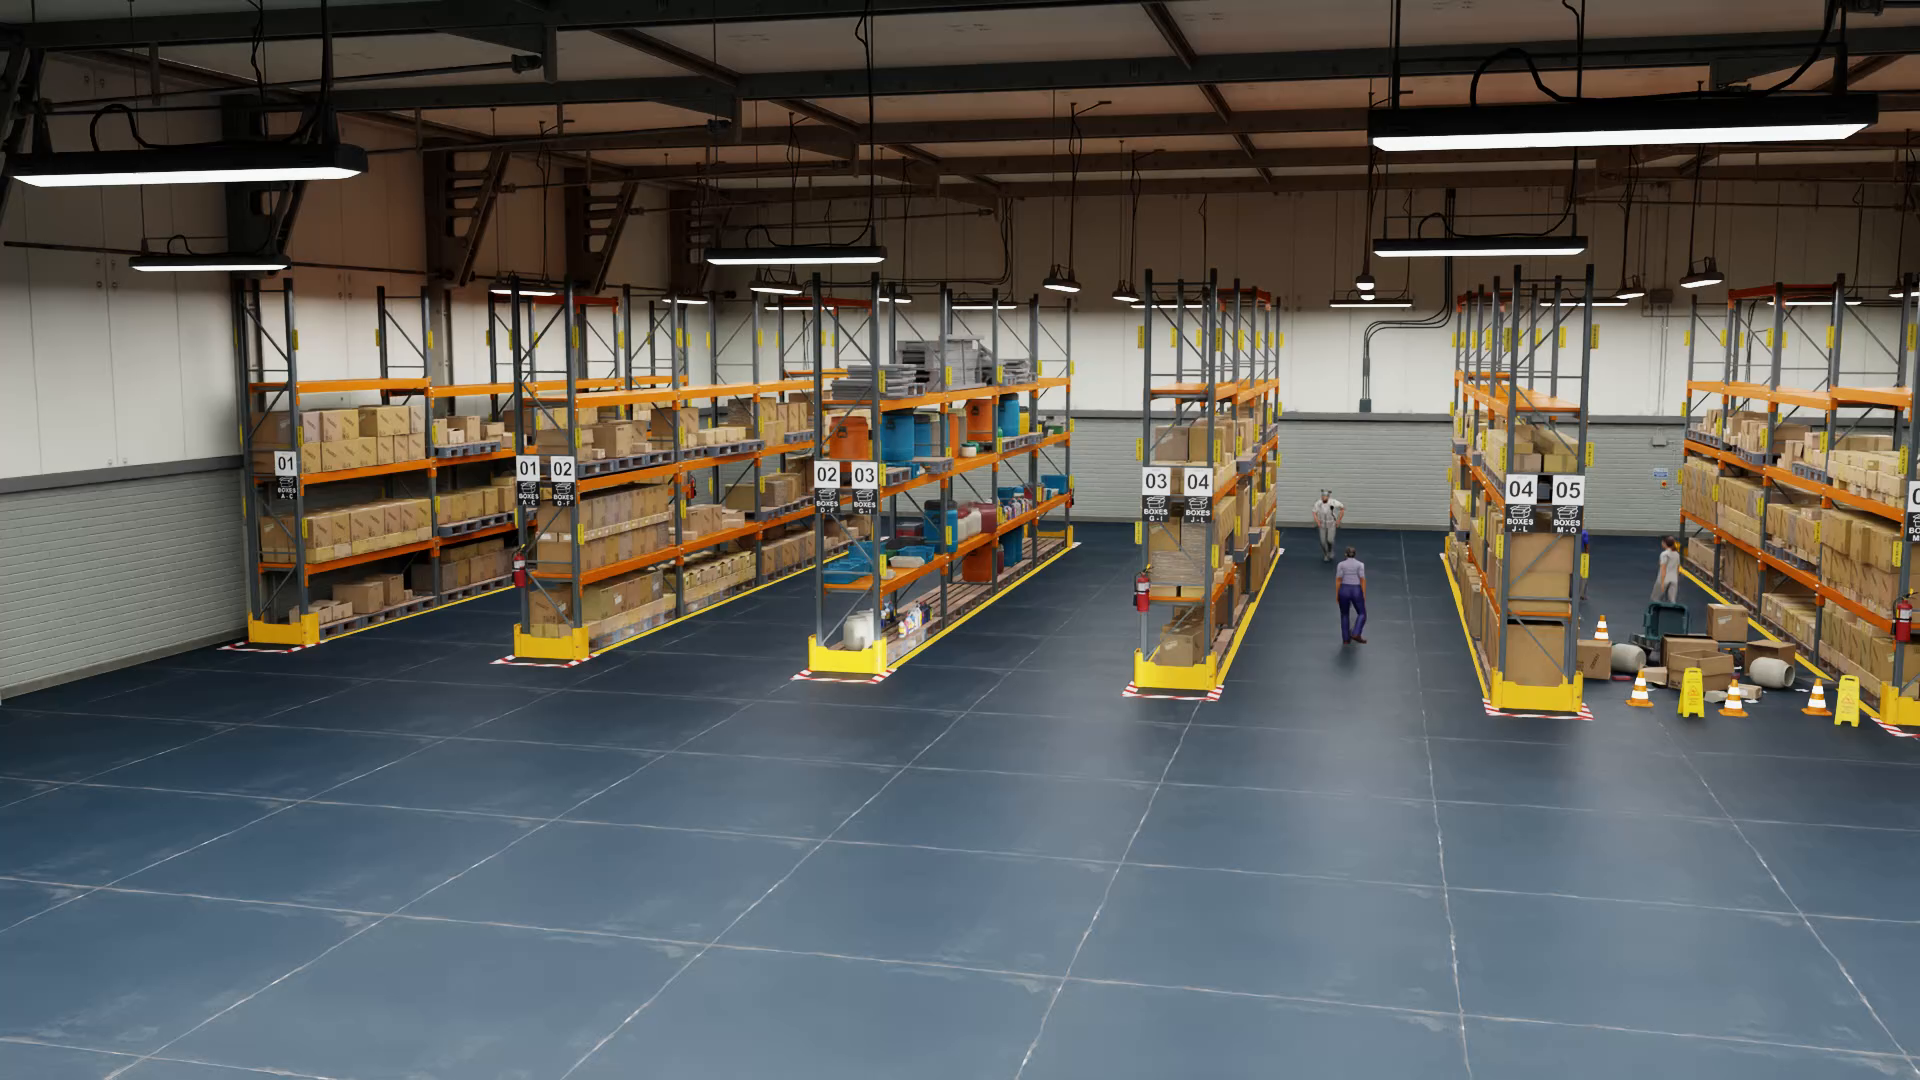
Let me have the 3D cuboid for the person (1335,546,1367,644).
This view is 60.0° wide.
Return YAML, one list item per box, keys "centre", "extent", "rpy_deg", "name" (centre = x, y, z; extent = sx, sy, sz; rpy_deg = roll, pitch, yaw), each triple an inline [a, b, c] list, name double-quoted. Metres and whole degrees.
- centre: [6.445, 0.918, 27.373]
  extent: [0.537, 1.645, 0.522]
  rpy_deg: [2, 7, 16]
  name: "person"

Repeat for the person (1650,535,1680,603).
- centre: [12.171, 0.771, 28.553]
  extent: [0.440, 1.651, 0.599]
  rpy_deg: [0, 7, 1]
  name: "person"

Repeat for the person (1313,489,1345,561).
- centre: [8.366, -0.345, 37.742]
  extent: [0.707, 1.673, 0.716]
  rpy_deg: [3, 7, 22]
  name: "person"

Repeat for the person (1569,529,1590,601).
- centre: [11.845, 0.366, 31.916]
  extent: [0.500, 1.655, 0.521]
  rpy_deg: [2, 7, 13]
  name: "person"
